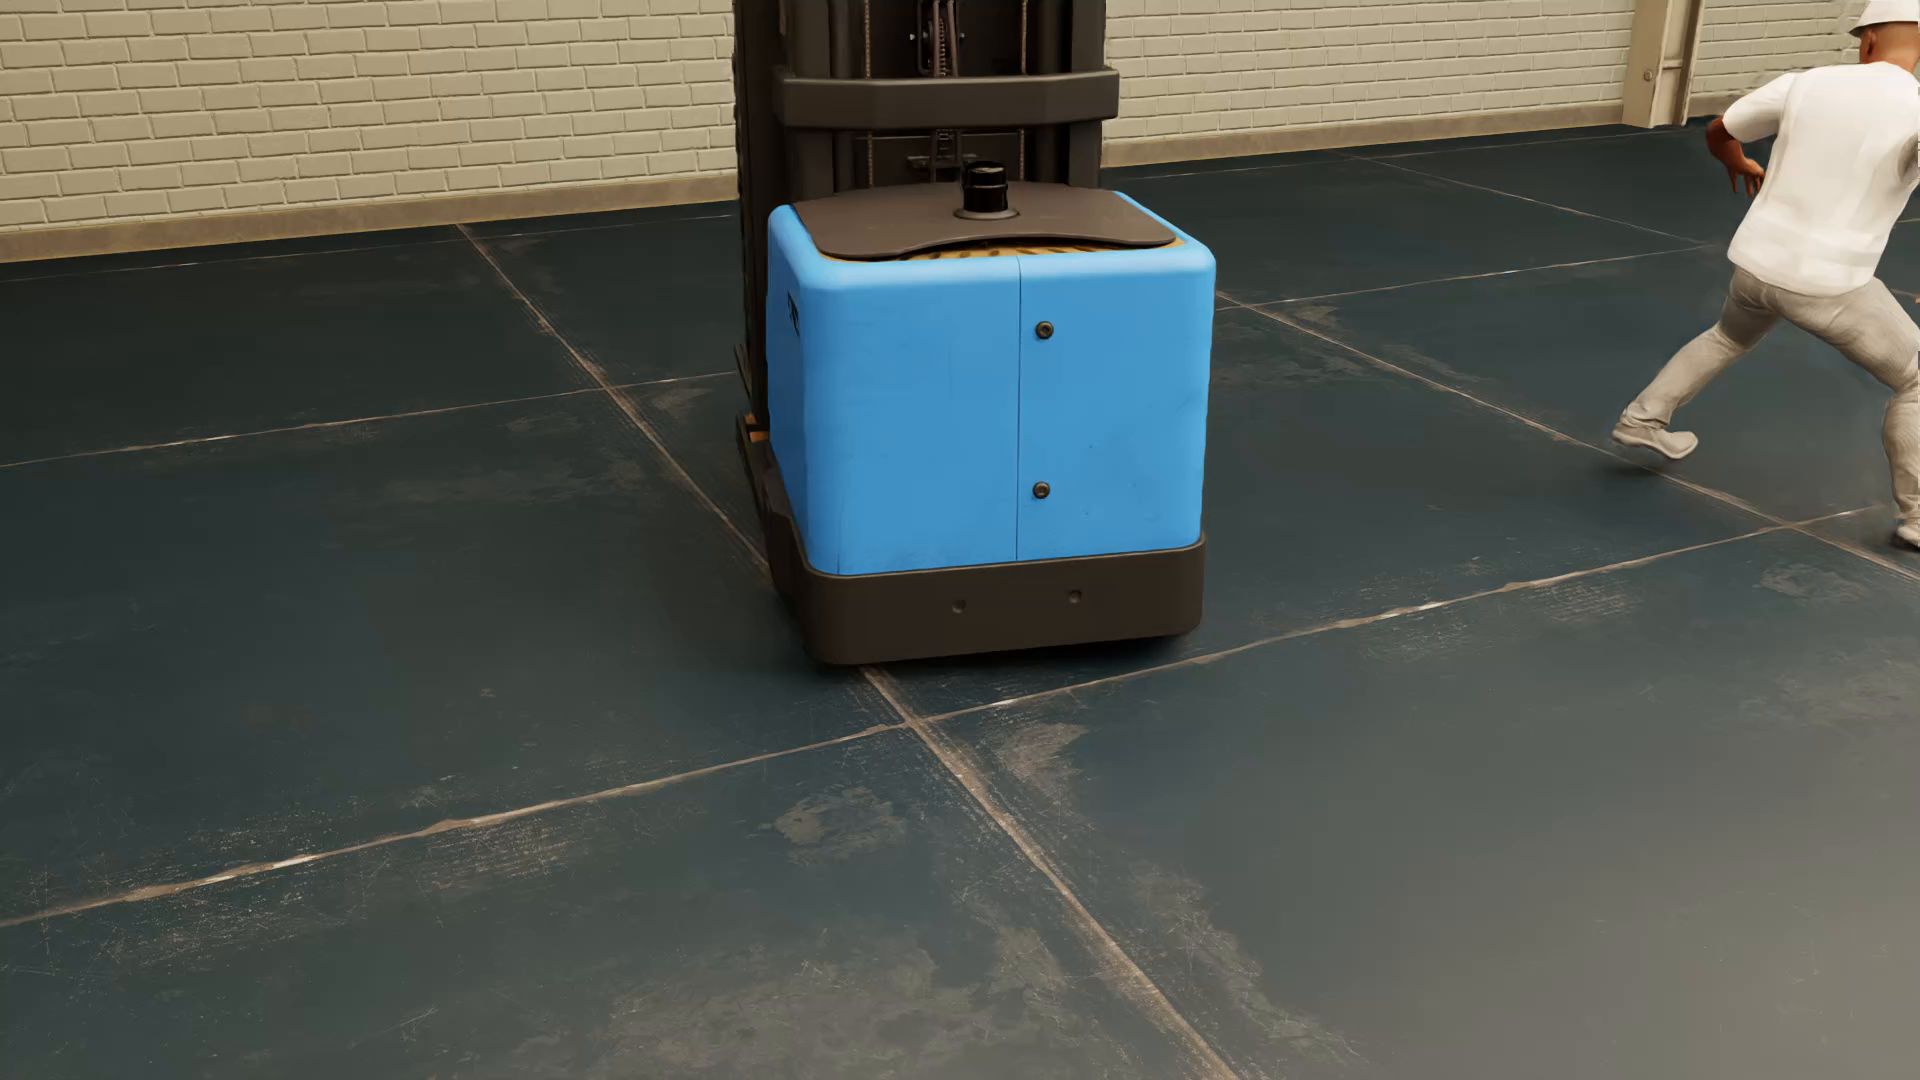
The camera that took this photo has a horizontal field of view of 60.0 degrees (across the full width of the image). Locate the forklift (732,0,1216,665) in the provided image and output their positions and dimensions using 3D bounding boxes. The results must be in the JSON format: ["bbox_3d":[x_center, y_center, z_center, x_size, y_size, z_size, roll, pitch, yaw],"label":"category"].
[{"bbox_3d":[-0.164,-1.575,5.078,1.130,2.935,3.031,-5,23,-11],"label":"forklift"}]

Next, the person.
[{"bbox_3d":[2.670,-0.787,5.038,0.556,1.707,1.194,-10,25,-23],"label":"person"}]
